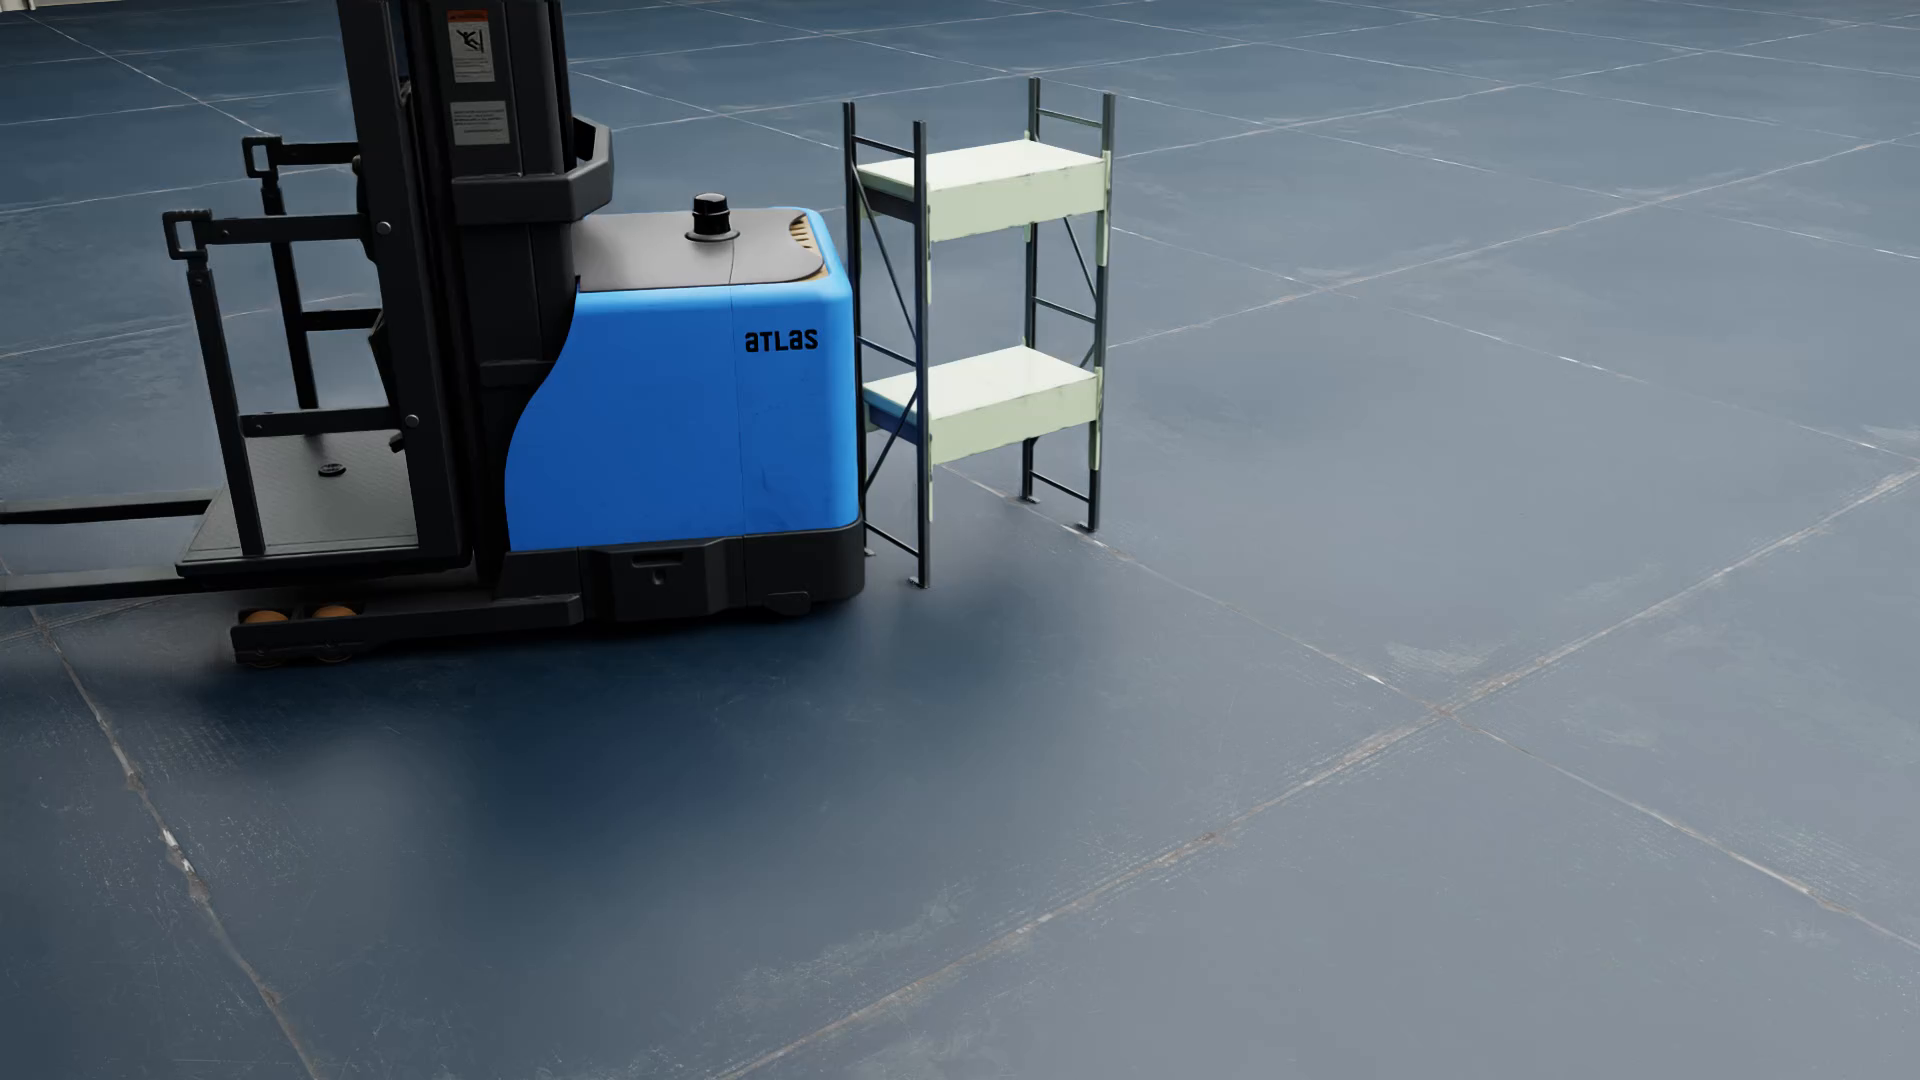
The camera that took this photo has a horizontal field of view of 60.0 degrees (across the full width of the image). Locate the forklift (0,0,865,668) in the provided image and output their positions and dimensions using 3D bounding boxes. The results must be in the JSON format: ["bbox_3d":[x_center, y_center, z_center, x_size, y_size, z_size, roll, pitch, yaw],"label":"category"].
[{"bbox_3d":[-1.868,-1.190,4.833,3.031,2.935,1.130,-4,25,-9],"label":"forklift"}]

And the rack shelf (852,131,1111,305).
[{"bbox_3d":[0.065,-1.035,5.272,0.720,0.370,0.431,-18,30,-33],"label":"rack shelf"}]

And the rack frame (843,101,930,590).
[{"bbox_3d":[-0.226,-0.588,5.236,0.023,1.500,0.400,-18,30,-33],"label":"rack frame"}]

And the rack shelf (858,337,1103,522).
[{"bbox_3d":[0.065,-0.386,5.574,0.720,0.370,0.431,-18,30,-33],"label":"rack shelf"}]

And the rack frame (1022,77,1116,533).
[{"bbox_3d":[0.356,-0.775,5.638,0.023,1.500,0.400,-18,30,-33],"label":"rack frame"}]

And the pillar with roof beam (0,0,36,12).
[{"bbox_3d":[-7.810,-8.521,13.421,0.400,9.000,9.100,-18,31,-34],"label":"pillar with roof beam"}]

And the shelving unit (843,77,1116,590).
[{"bbox_3d":[0.065,-0.681,5.437,0.755,1.500,0.431,-18,30,-33],"label":"shelving unit"}]
